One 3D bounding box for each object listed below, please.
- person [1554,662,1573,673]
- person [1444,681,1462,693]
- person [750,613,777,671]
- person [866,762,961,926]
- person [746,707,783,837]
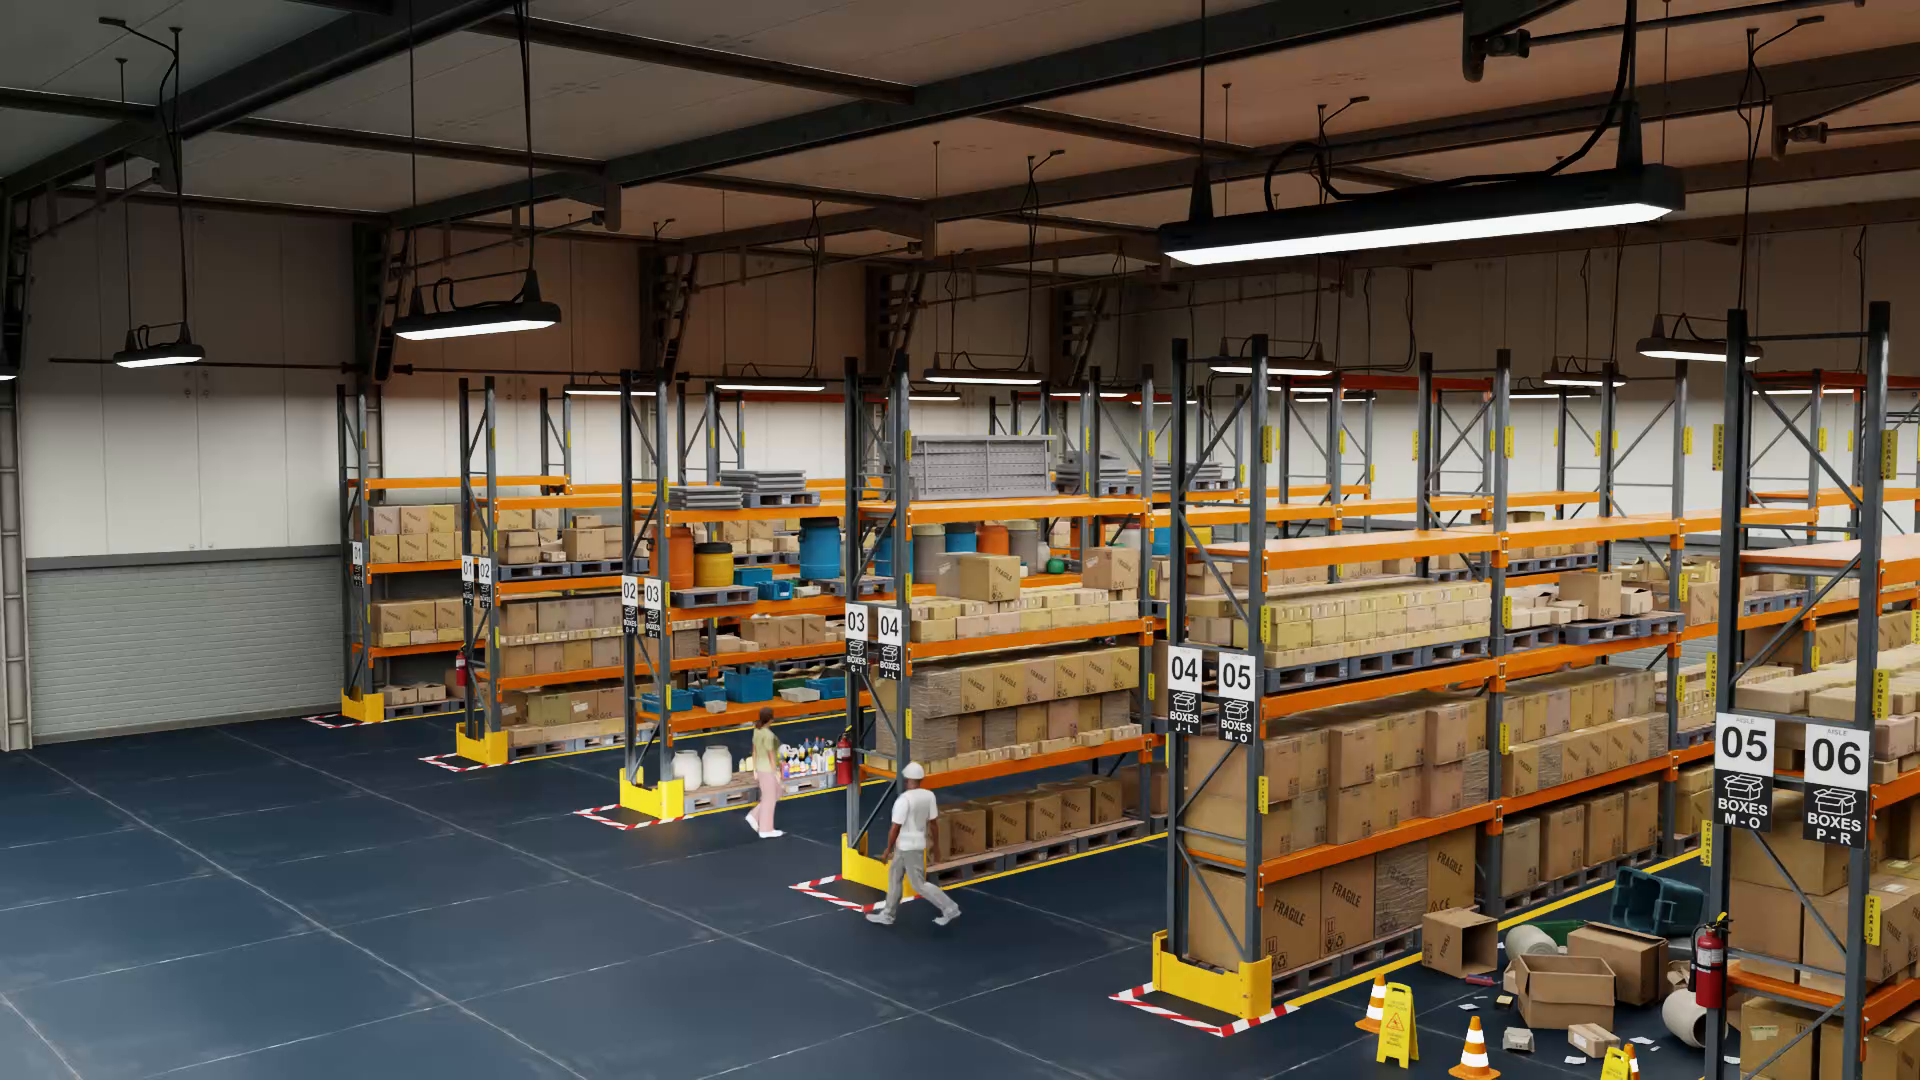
[{"bbox_3d":[9.342,2.588,25.884,0.412,1.802,0.617,1,4,9],"label":"person"},{"bbox_3d":[6.825,2.769,23.231,0.451,1.781,0.640,2,4,22],"label":"person"},{"bbox_3d":[-3.969,2.088,33.600,0.607,1.784,0.487,-2,4,-28],"label":"person"},{"bbox_3d":[-0.492,3.171,17.224,1.003,1.740,0.498,0,4,1],"label":"person"},{"bbox_3d":[-2.464,2.935,21.026,0.485,1.664,0.445,-1,4,-13],"label":"person"}]
